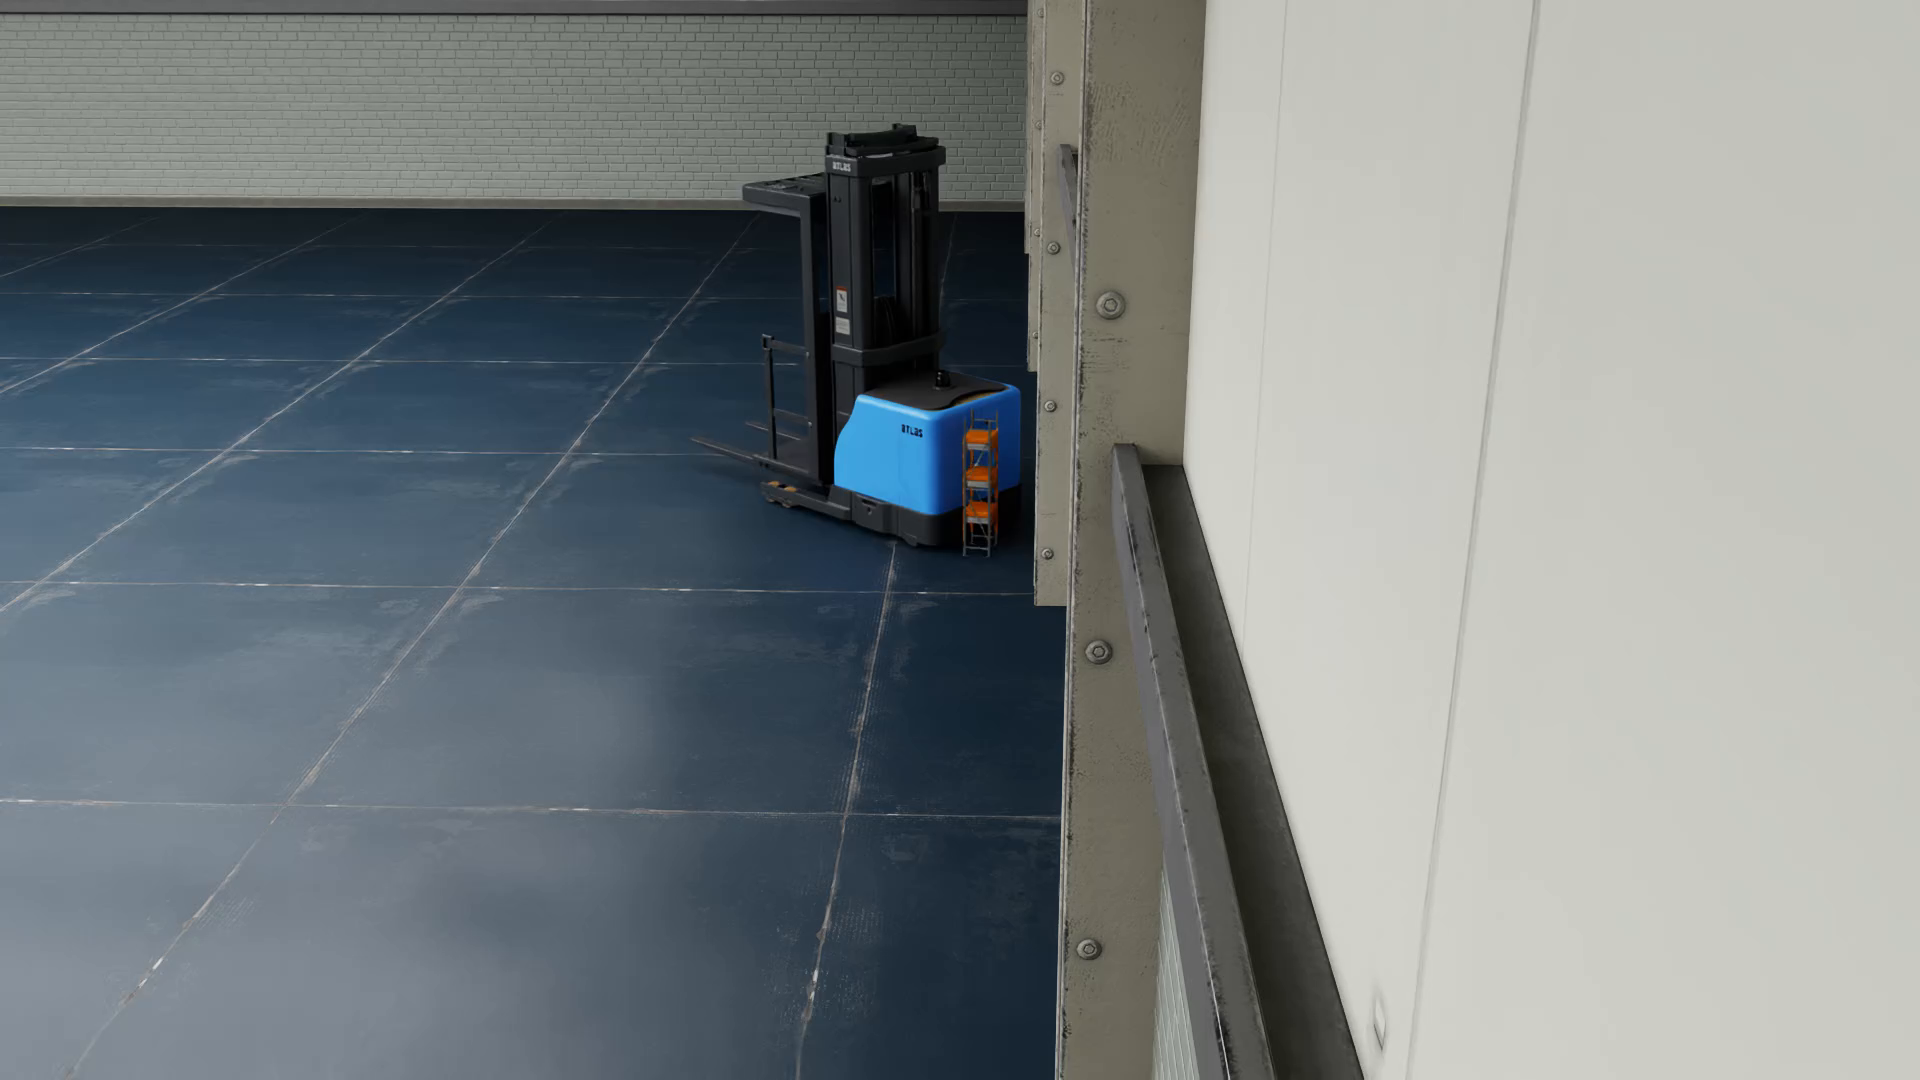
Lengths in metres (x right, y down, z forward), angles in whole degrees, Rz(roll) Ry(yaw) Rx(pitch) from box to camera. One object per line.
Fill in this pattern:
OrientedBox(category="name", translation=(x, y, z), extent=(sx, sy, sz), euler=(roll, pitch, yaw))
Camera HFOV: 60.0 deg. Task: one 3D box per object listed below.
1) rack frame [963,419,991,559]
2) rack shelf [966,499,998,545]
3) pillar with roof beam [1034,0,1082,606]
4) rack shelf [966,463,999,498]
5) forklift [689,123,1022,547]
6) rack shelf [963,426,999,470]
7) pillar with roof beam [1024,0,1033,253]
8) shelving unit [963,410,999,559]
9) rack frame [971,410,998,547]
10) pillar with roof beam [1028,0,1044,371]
OrientedBox(category="rack frame", translation=(0.123, -0.362, 12.011), extent=(0.200, 1.050, 0.008), euler=(5, 22, 12))
OrientedBox(category="rack shelf", translation=(0.151, -0.136, 12.226), extent=(0.215, 0.259, 0.240), euler=(5, 22, 12))
OrientedBox(category="pillar with roof beam", translation=(-3.633, -3.865, 10.050), extent=(9.100, 9.000, 0.400), euler=(1, 21, 2))
OrientedBox(category="rack shelf", translation=(0.151, -0.395, 12.125), extent=(0.215, 0.259, 0.240), euler=(5, 22, 12))
OrientedBox(category="forklift", translation=(-0.957, -1.746, 12.978), extent=(3.031, 2.935, 1.130), euler=(18, 28, 39))
OrientedBox(category="rack shelf", translation=(0.151, -0.660, 12.023), extent=(0.215, 0.259, 0.240), euler=(5, 22, 12))
OrientedBox(category="pillar with roof beam", translation=(-3.268, -8.204, 21.232), extent=(9.100, 9.000, 0.400), euler=(1, 21, 2))
OrientedBox(category="shelving unit", translation=(0.151, -0.405, 12.122), extent=(0.215, 1.050, 0.252), euler=(5, 22, 12))
OrientedBox(category="rack frame", translation=(0.179, -0.448, 12.232), extent=(0.200, 1.050, 0.008), euler=(5, 22, 12))
OrientedBox(category="pillar with roof beam", translation=(-3.450, -6.034, 15.641), extent=(9.100, 9.000, 0.400), euler=(1, 21, 2))
